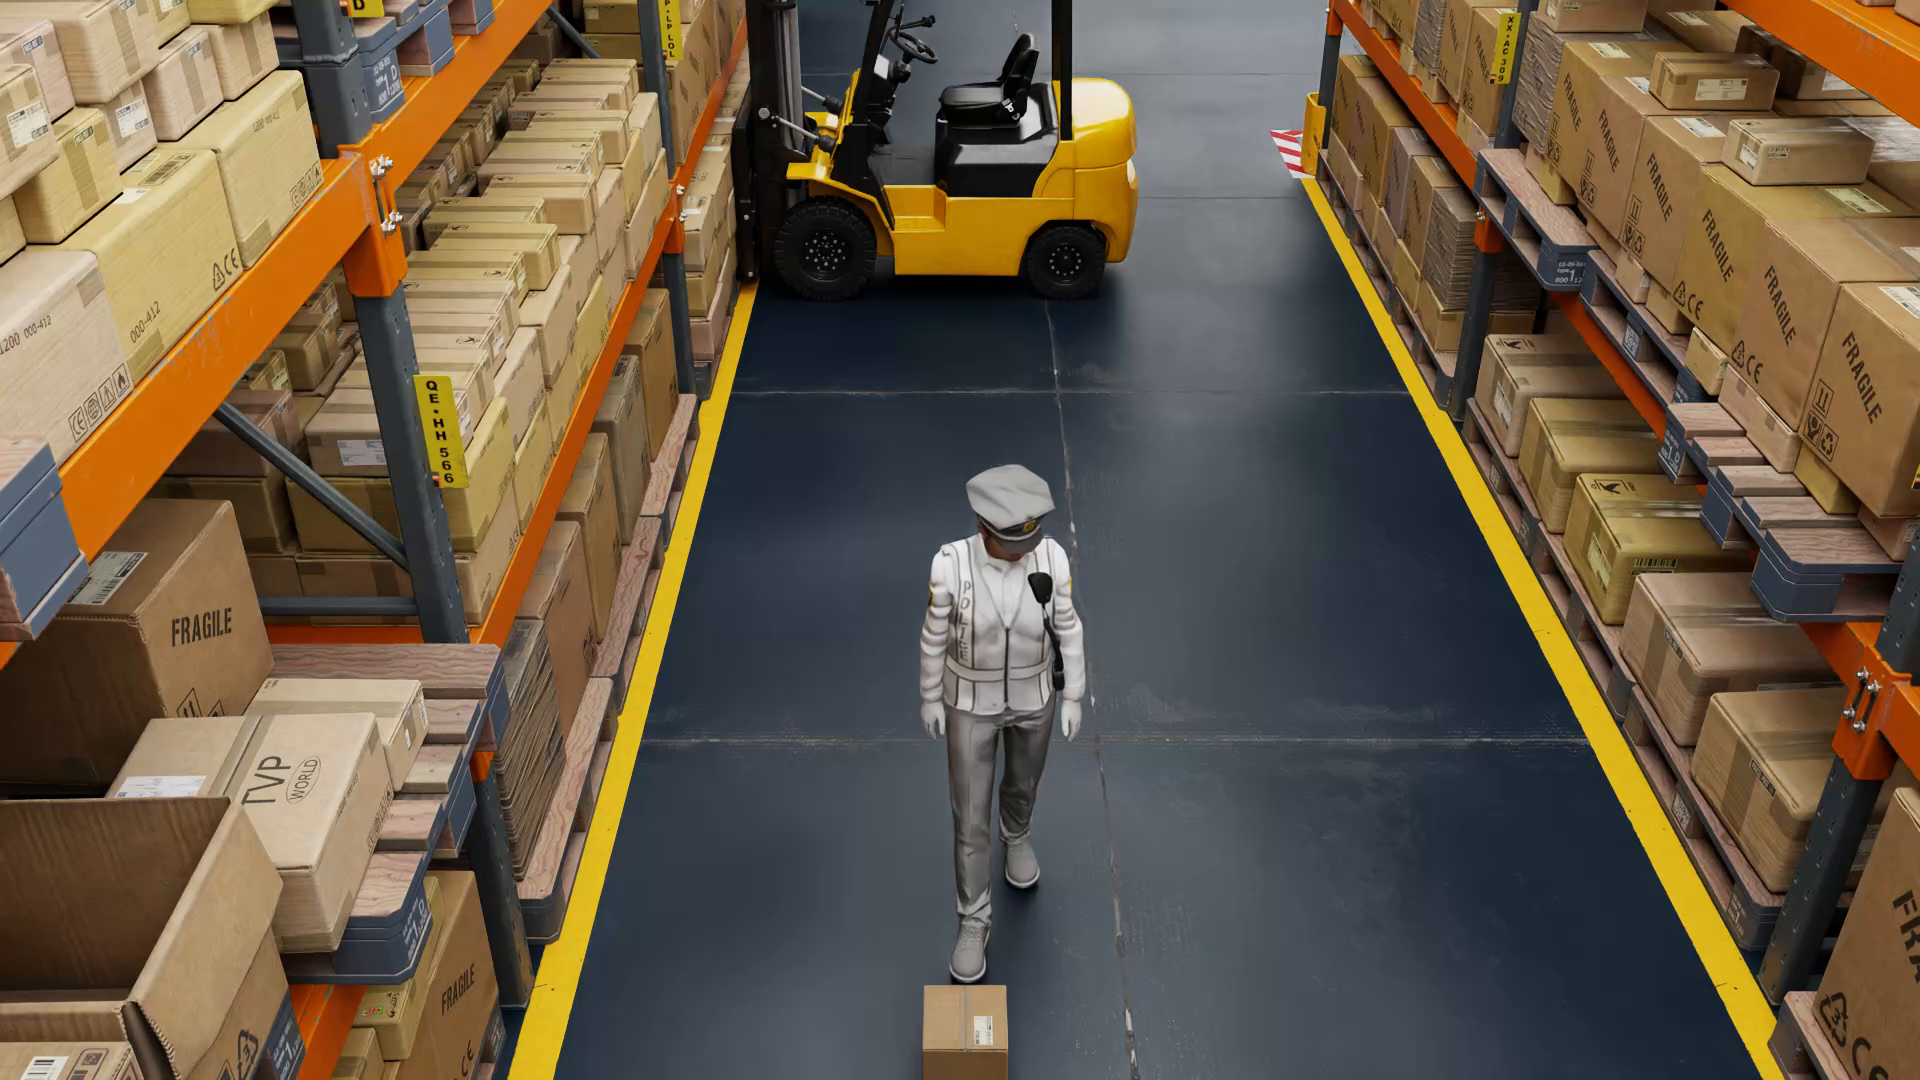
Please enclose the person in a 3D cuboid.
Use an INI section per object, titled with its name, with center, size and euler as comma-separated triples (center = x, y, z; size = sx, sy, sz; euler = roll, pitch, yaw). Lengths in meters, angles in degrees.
[person]
center = 0.149, 0.555, 5.211
size = 0.524, 1.645, 0.719
euler = -4, 32, -6
